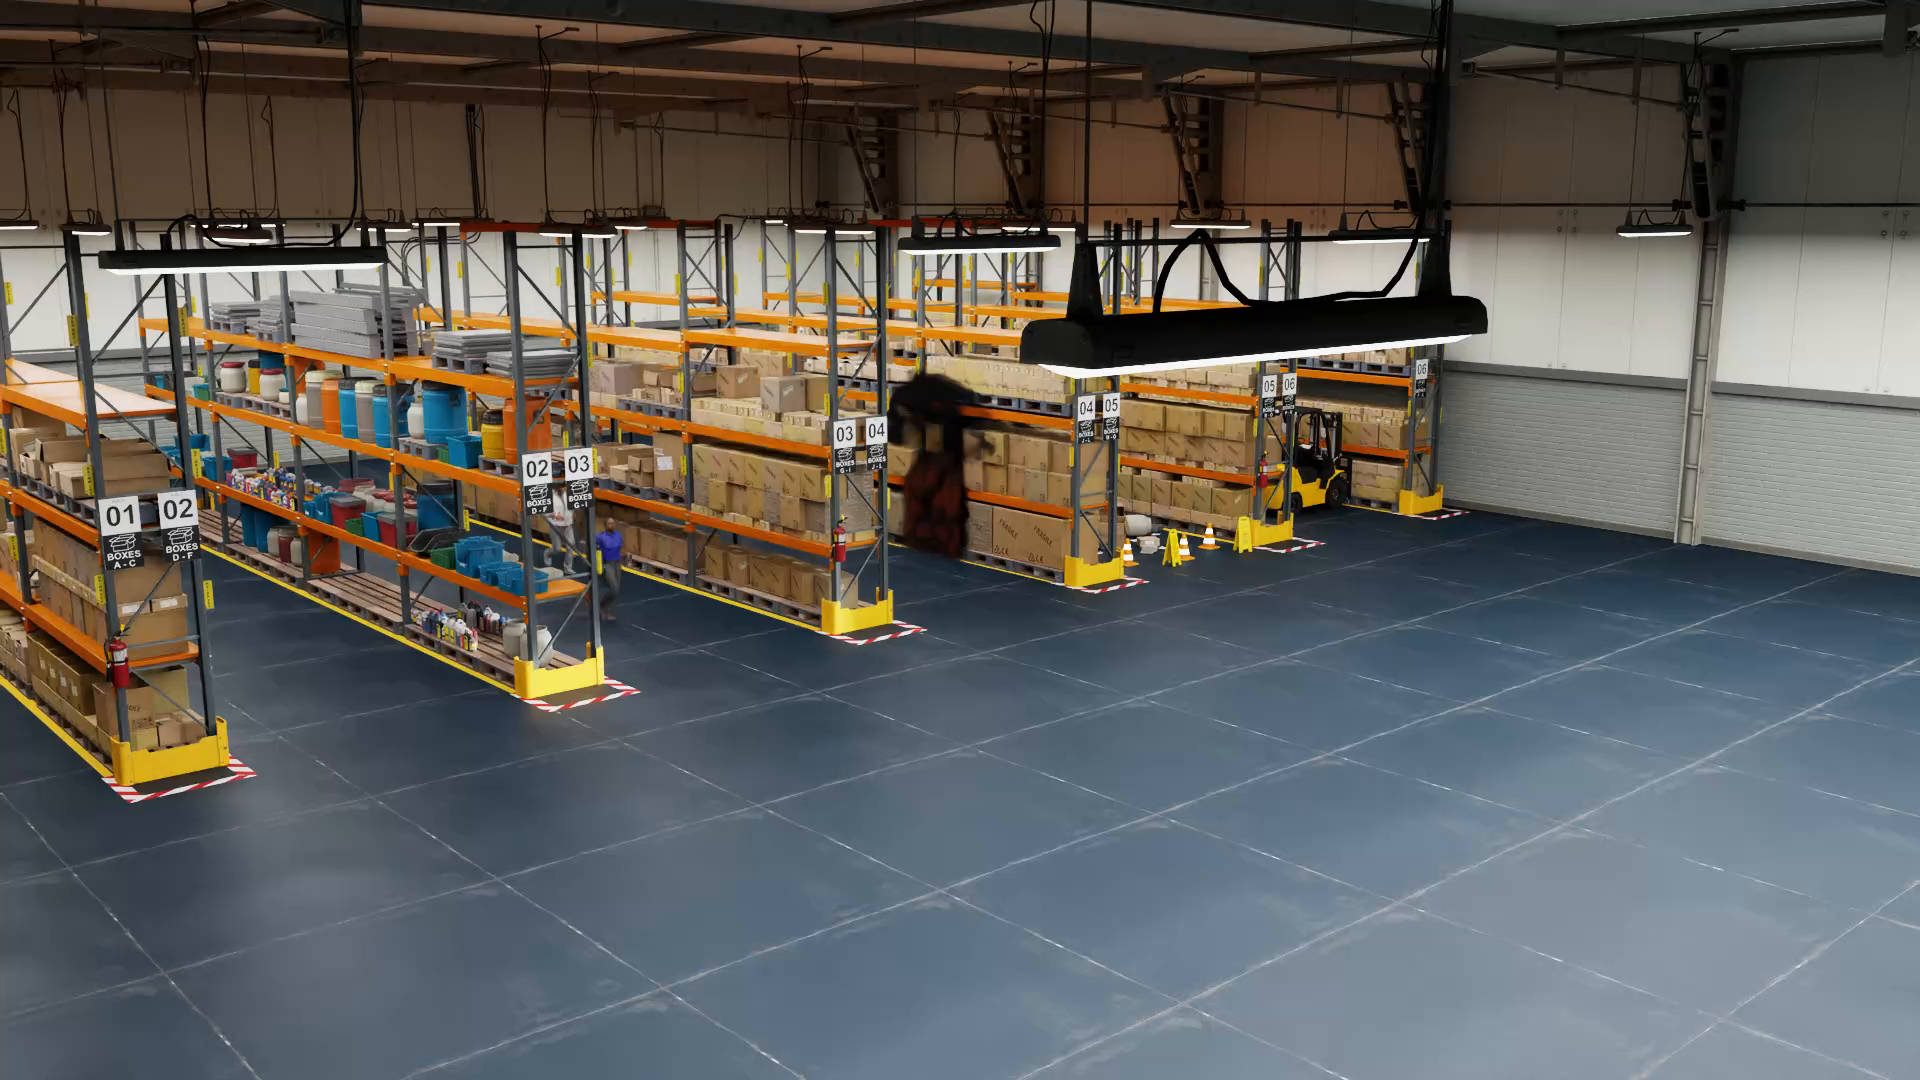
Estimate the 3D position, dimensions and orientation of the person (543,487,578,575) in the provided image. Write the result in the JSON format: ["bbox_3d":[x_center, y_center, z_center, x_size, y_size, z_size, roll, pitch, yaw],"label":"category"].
[{"bbox_3d":[-6.946,-0.276,28.865,0.669,1.733,0.760,-11,16,-43],"label":"person"}]

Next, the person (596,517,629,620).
[{"bbox_3d":[-5.339,0.441,25.574,0.573,1.621,0.561,9,15,38],"label":"person"}]

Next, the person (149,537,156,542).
[{"bbox_3d":[-12.749,0.395,25.856,0.605,1.628,0.585,10,15,39],"label":"person"}]
